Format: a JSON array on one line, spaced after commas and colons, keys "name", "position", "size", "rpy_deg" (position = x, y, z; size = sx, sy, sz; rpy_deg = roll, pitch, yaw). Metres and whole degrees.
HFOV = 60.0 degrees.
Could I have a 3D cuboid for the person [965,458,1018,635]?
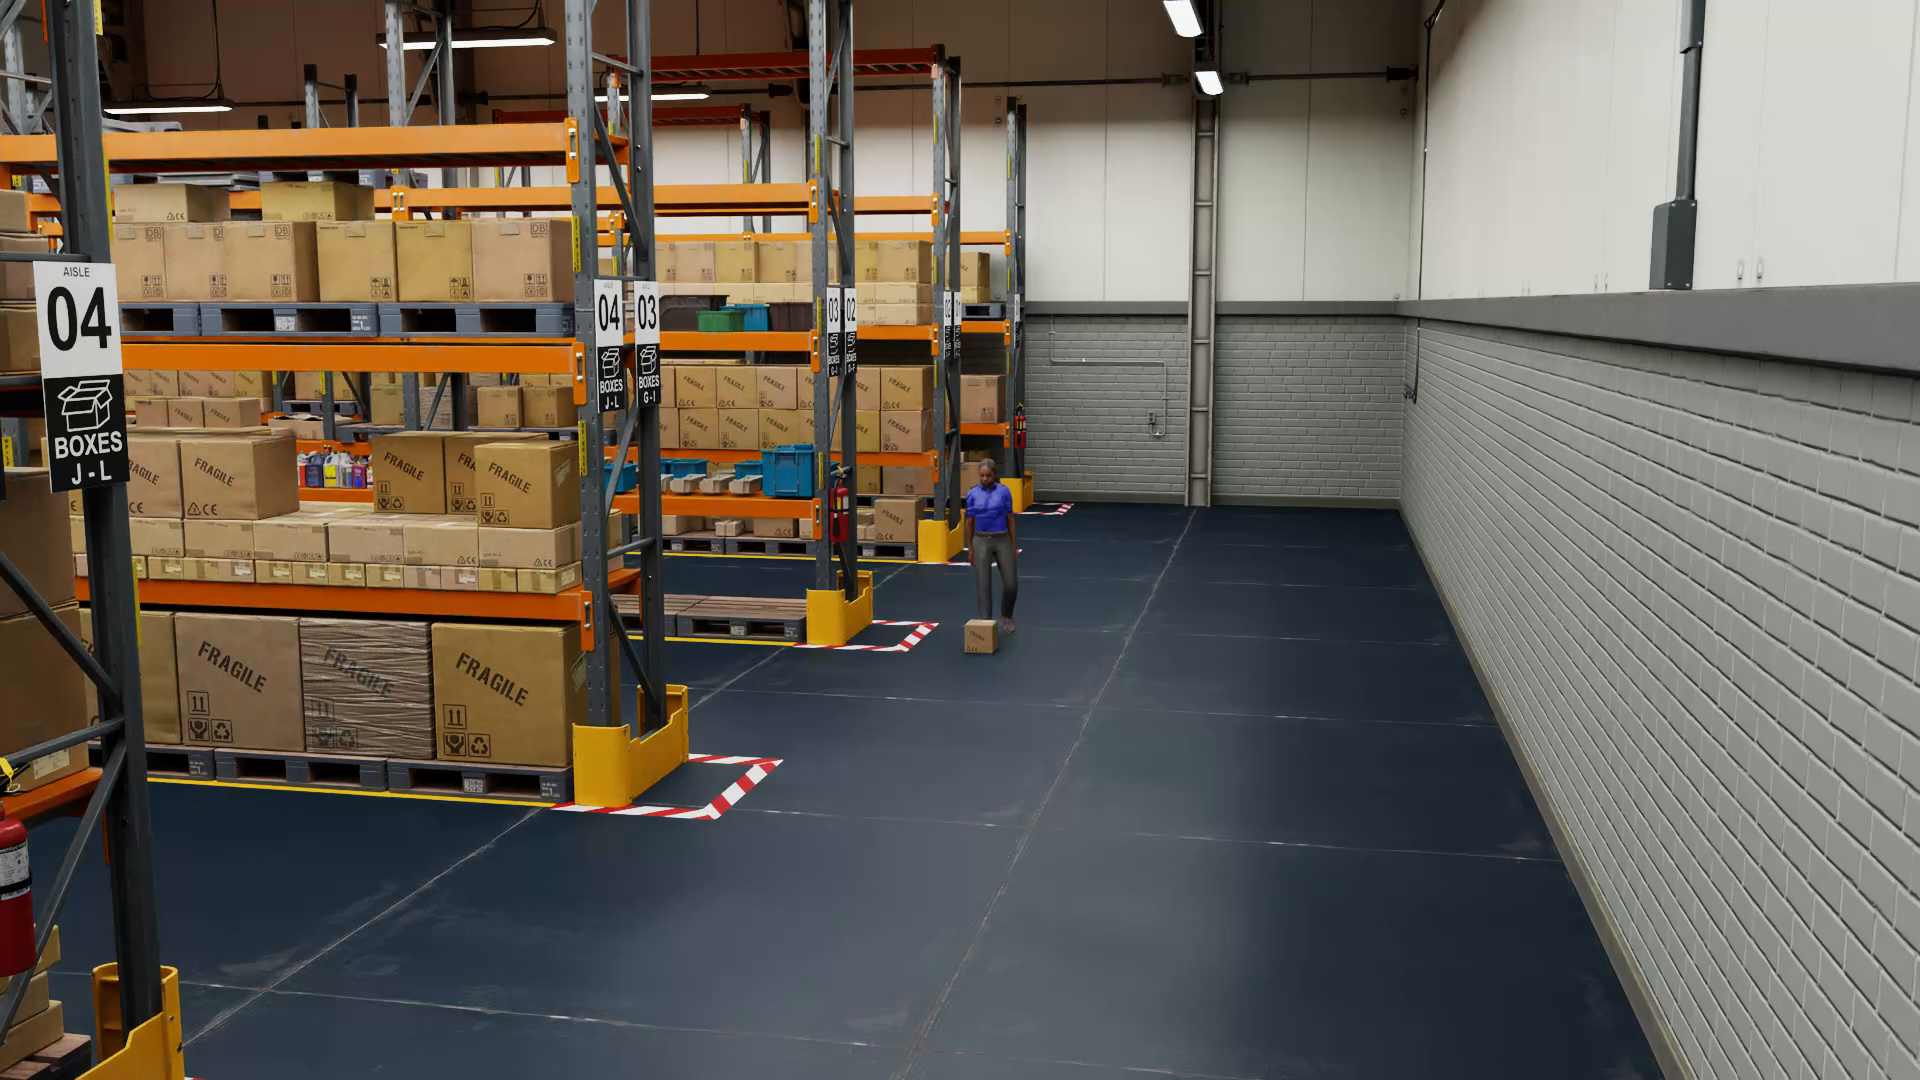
[{"name": "person", "position": [0.291, 0.077, 15.127], "size": [0.478, 1.644, 0.581], "rpy_deg": [0, 8, -1]}]
